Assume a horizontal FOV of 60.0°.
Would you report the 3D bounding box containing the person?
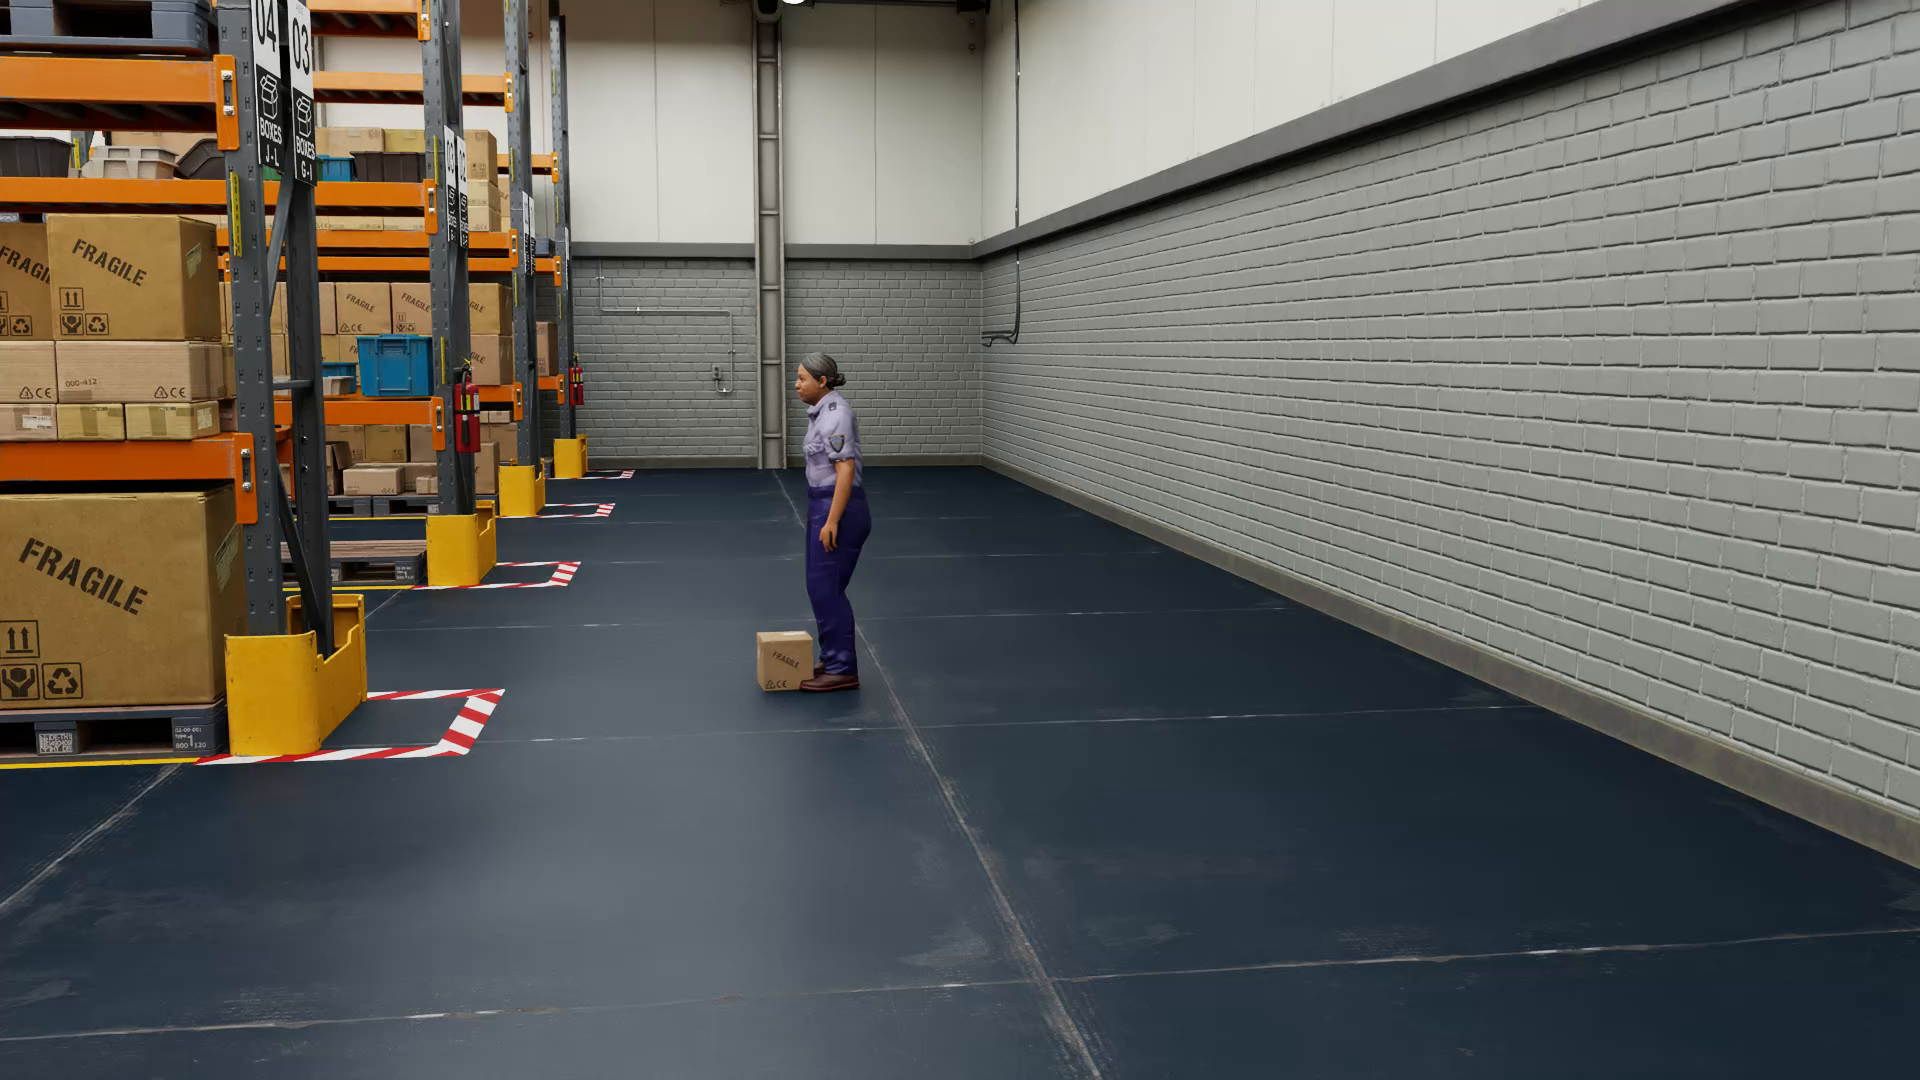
[{"bbox_3d":[-0.636,-0.099,8.228,0.367,1.652,0.564,-1,7,-12],"label":"person"}]
